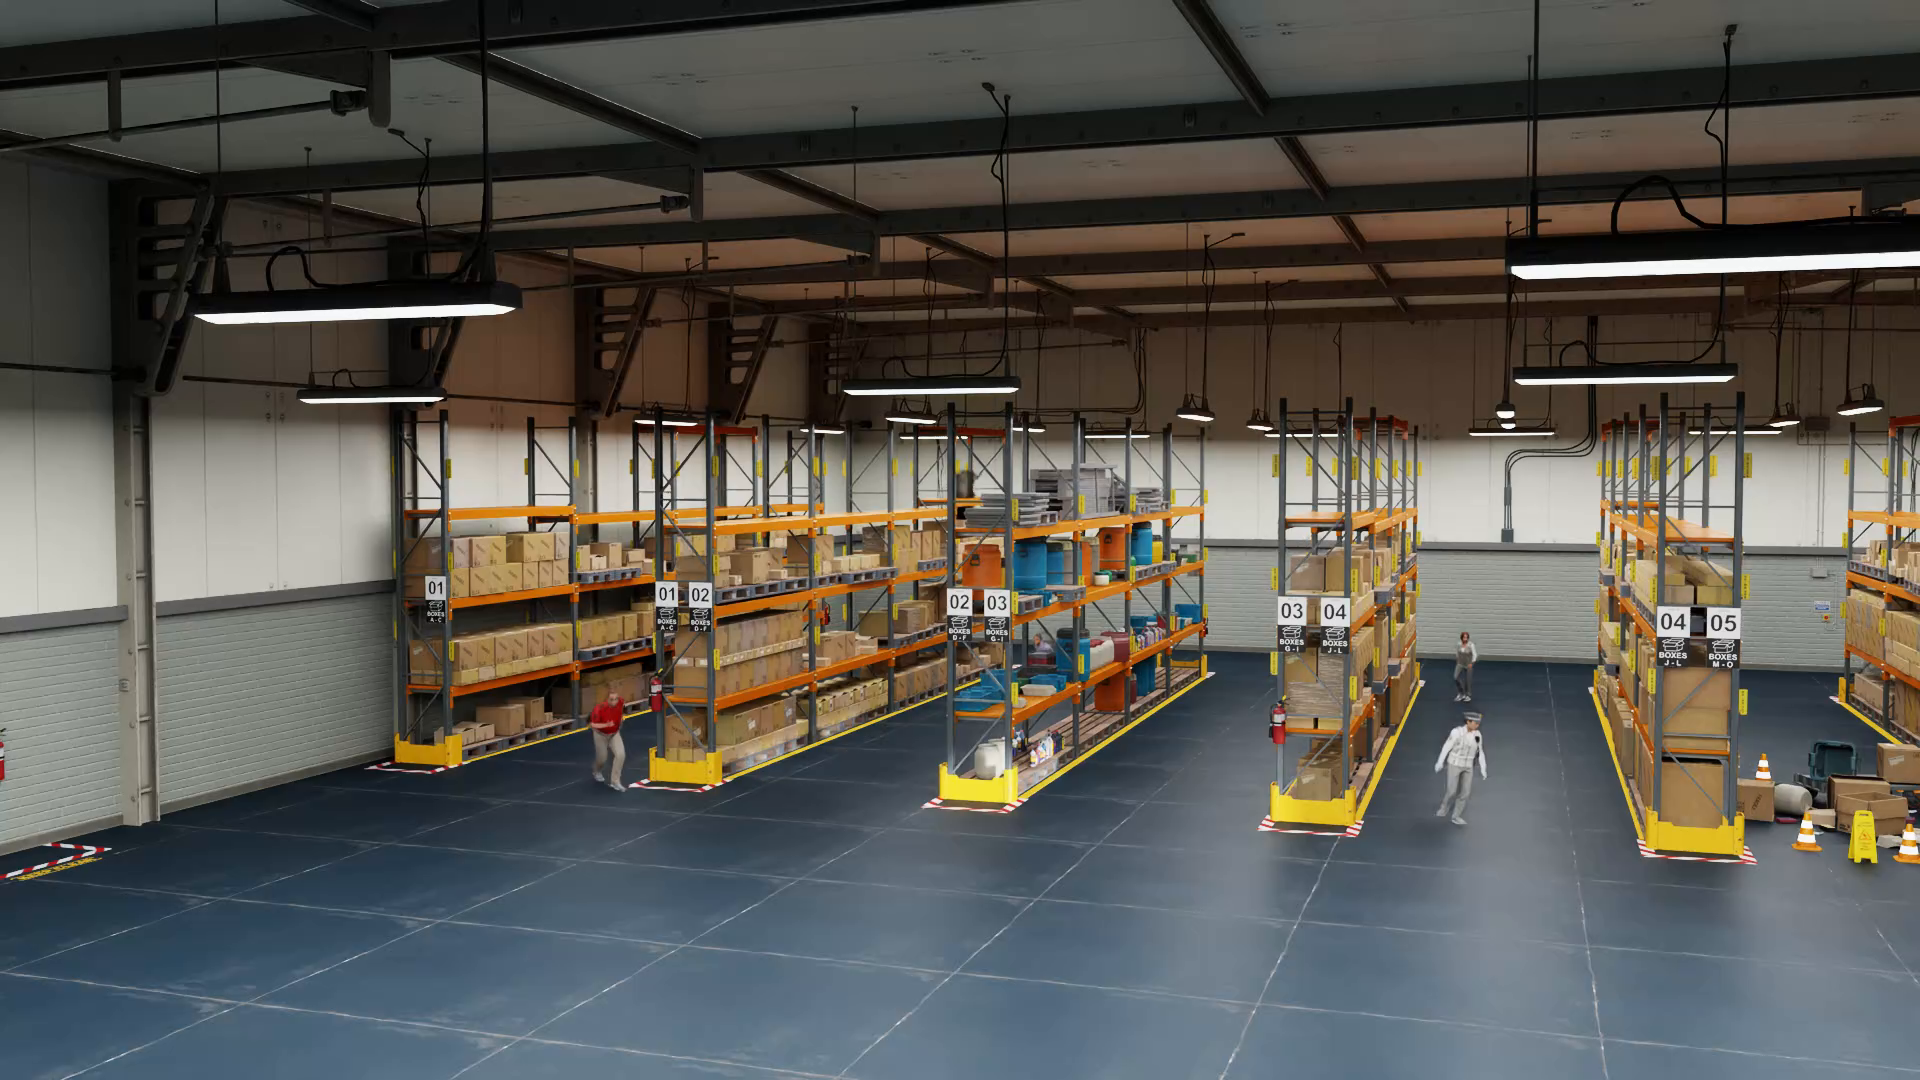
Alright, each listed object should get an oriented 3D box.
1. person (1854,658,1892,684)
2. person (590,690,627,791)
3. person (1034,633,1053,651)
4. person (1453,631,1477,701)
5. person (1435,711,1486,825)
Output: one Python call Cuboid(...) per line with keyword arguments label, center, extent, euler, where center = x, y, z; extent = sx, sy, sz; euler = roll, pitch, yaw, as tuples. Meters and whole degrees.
Cuboid(label="person", center=(21.097, 2.461, 38.349), extent=(0.908, 1.755, 0.657), euler=(0, 2, 3))
Cuboid(label="person", center=(-5.560, 3.112, 26.077), extent=(0.675, 1.607, 1.125), euler=(-2, 3, -36))
Cuboid(label="person", center=(1.892, 2.706, 35.754), extent=(0.611, 1.484, 1.034), euler=(2, 3, 39))
Cuboid(label="person", center=(10.793, 2.699, 35.460), extent=(0.526, 1.530, 0.729), euler=(2, 3, 35))
Cuboid(label="person", center=(7.030, 3.193, 23.344), extent=(0.633, 1.620, 0.584), euler=(0, 2, -11))
